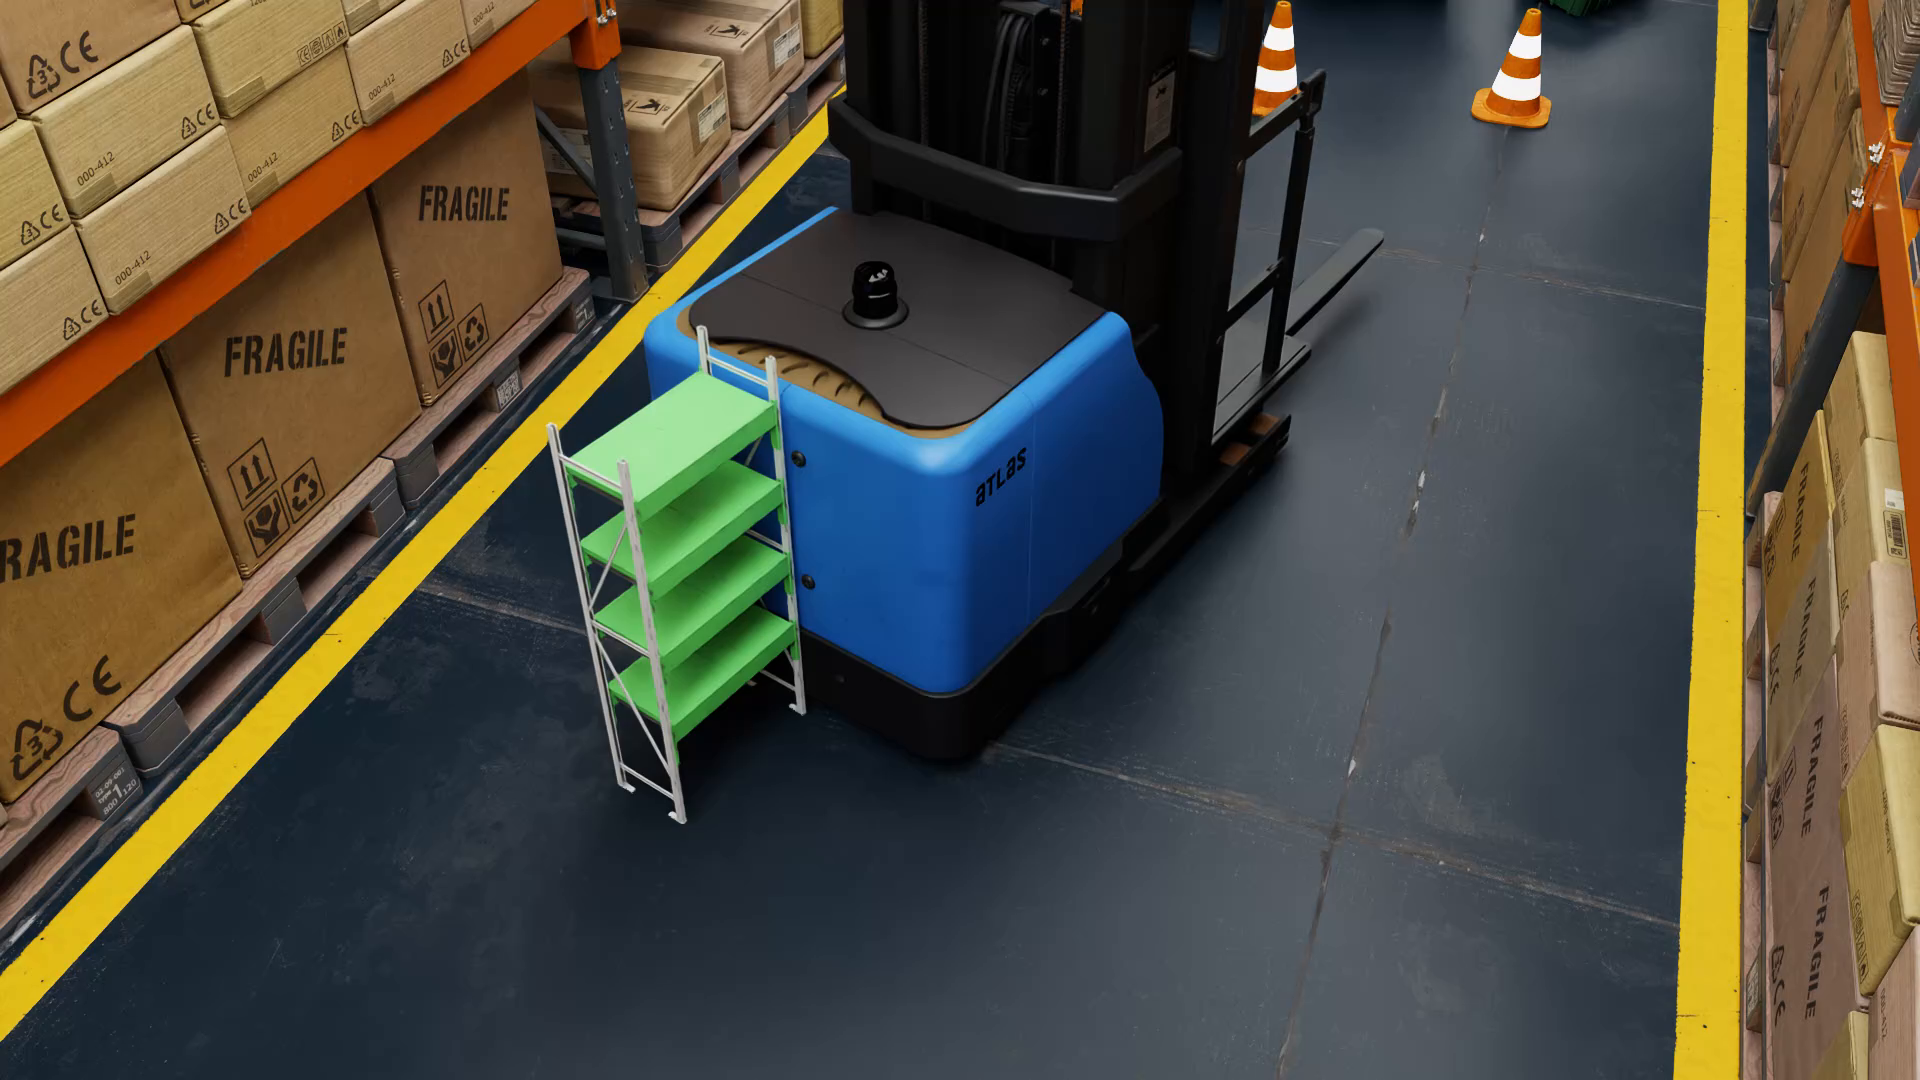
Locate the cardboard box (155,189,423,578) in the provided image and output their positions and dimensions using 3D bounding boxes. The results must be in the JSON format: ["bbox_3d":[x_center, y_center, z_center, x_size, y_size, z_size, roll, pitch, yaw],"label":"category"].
[{"bbox_3d":[-2.302,-0.579,4.931,0.875,0.875,0.875,14,42,16],"label":"cardboard box"}]

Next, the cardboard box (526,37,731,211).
[{"bbox_3d":[-1.476,-1.676,6.604,0.950,0.372,0.625,11,42,12],"label":"cardboard box"}]

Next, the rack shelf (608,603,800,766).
[{"bbox_3d":[-0.677,0.347,4.388,0.258,0.148,0.480,25,47,27],"label":"rack shelf"}]

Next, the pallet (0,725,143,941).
[{"bbox_3d":[-2.854,0.840,4.103,1.003,0.211,1.213,13,42,15],"label":"pallet"}]

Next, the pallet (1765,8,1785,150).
[{"bbox_3d":[4.182,-2.028,7.464,1.003,0.211,1.213,13,42,15],"label":"pallet"}]

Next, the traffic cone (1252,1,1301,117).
[{"bbox_3d":[1.421,-2.182,7.451,0.336,0.463,0.334,13,42,15],"label":"traffic cone"}]

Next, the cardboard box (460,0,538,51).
[{"bbox_3d":[-1.608,-1.750,5.106,0.500,0.250,0.500,12,42,14],"label":"cardboard box"}]

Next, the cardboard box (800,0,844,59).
[{"bbox_3d":[-0.967,-2.589,7.675,0.950,0.372,0.625,15,43,17],"label":"cardboard box"}]

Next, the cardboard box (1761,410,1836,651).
[{"bbox_3d":[2.526,0.030,4.507,0.500,0.500,0.500,12,42,13],"label":"cardboard box"}]

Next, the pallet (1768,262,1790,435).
[{"bbox_3d":[3.348,-0.540,5.720,1.003,0.211,1.213,13,42,15],"label":"pallet"}]

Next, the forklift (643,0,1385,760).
[{"bbox_3d":[0.442,-1.439,4.678,1.130,2.935,3.031,25,47,27],"label":"forklift"}]

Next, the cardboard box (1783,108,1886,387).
[{"bbox_3d":[3.300,-0.792,5.277,1.050,0.750,0.750,13,42,14],"label":"cardboard box"}]

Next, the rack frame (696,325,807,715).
[{"bbox_3d":[-0.533,-0.013,4.340,0.240,1.200,0.015,25,47,27],"label":"rack frame"}]

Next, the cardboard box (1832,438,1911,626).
[{"bbox_3d":[2.371,0.046,3.910,0.500,0.250,0.500,13,42,15],"label":"cardboard box"}]

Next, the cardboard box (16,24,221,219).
[{"bbox_3d":[-2.111,-1.008,3.850,0.500,0.250,0.500,12,42,14],"label":"cardboard box"}]

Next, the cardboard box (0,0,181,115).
[{"bbox_3d":[-2.134,-1.295,3.610,0.500,0.500,0.500,13,42,14],"label":"cardboard box"}]

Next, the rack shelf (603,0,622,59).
[{"bbox_3d":[-0.995,-3.120,7.150,1.077,0.370,4.000,13,42,15],"label":"rack shelf"}]

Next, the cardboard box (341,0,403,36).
[{"bbox_3d":[-1.778,-1.641,4.593,0.500,0.250,0.500,12,42,14],"label":"cardboard box"}]

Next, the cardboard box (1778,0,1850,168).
[{"bbox_3d":[3.914,-1.894,6.569,1.050,0.750,0.750,13,42,15],"label":"cardboard box"}]

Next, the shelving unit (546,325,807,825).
[{"bbox_3d":[-0.677,0.115,4.190,0.258,1.200,0.503,25,47,27],"label":"shelving unit"}]

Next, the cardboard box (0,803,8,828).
[{"bbox_3d":[-2.910,0.519,3.644,0.875,0.875,0.875,15,43,16],"label":"cardboard box"}]

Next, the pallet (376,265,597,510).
[{"bbox_3d":[-2.019,-0.648,5.847,1.003,0.211,1.213,13,42,15],"label":"pallet"}]

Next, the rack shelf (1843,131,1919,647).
[{"bbox_3d":[2.323,0.357,3.075,1.077,0.370,4.000,13,42,15],"label":"rack shelf"}]

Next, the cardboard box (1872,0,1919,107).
[{"bbox_3d":[2.909,-1.509,4.630,0.500,0.500,0.500,13,42,15],"label":"cardboard box"}]

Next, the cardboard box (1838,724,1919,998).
[{"bbox_3d":[2.012,0.663,3.187,0.500,0.250,0.500,12,42,13],"label":"cardboard box"}]

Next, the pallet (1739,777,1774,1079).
[{"bbox_3d":[2.320,1.142,3.748,1.003,0.211,1.213,13,42,15],"label":"pallet"}]

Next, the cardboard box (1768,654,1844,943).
[{"bbox_3d":[2.186,0.651,3.778,0.500,0.500,0.500,12,42,14],"label":"cardboard box"}]

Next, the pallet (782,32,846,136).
[{"bbox_3d":[-0.992,-2.330,7.819,1.003,0.211,1.213,13,42,15],"label":"pallet"}]

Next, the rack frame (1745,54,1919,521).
[{"bbox_3d":[3.007,-1.136,4.271,1.000,3.000,0.127,13,42,15],"label":"rack frame"}]

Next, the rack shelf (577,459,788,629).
[{"bbox_3d":[-0.677,-0.019,4.076,0.258,0.148,0.480,25,47,27],"label":"rack shelf"}]

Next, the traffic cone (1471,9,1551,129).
[{"bbox_3d":[2.497,-2.128,7.388,0.336,0.463,0.334,13,42,15],"label":"traffic cone"}]

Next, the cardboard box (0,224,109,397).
[{"bbox_3d":[-2.283,-0.511,3.654,0.500,0.250,0.500,13,42,15],"label":"cardboard box"}]

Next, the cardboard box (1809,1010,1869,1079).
[{"bbox_3d":[1.832,1.274,3.048,0.500,0.500,0.500,12,42,14],"label":"cardboard box"}]

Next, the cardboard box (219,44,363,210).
[{"bbox_3d":[-1.955,-1.132,4.381,0.500,0.250,0.500,13,42,15],"label":"cardboard box"}]
